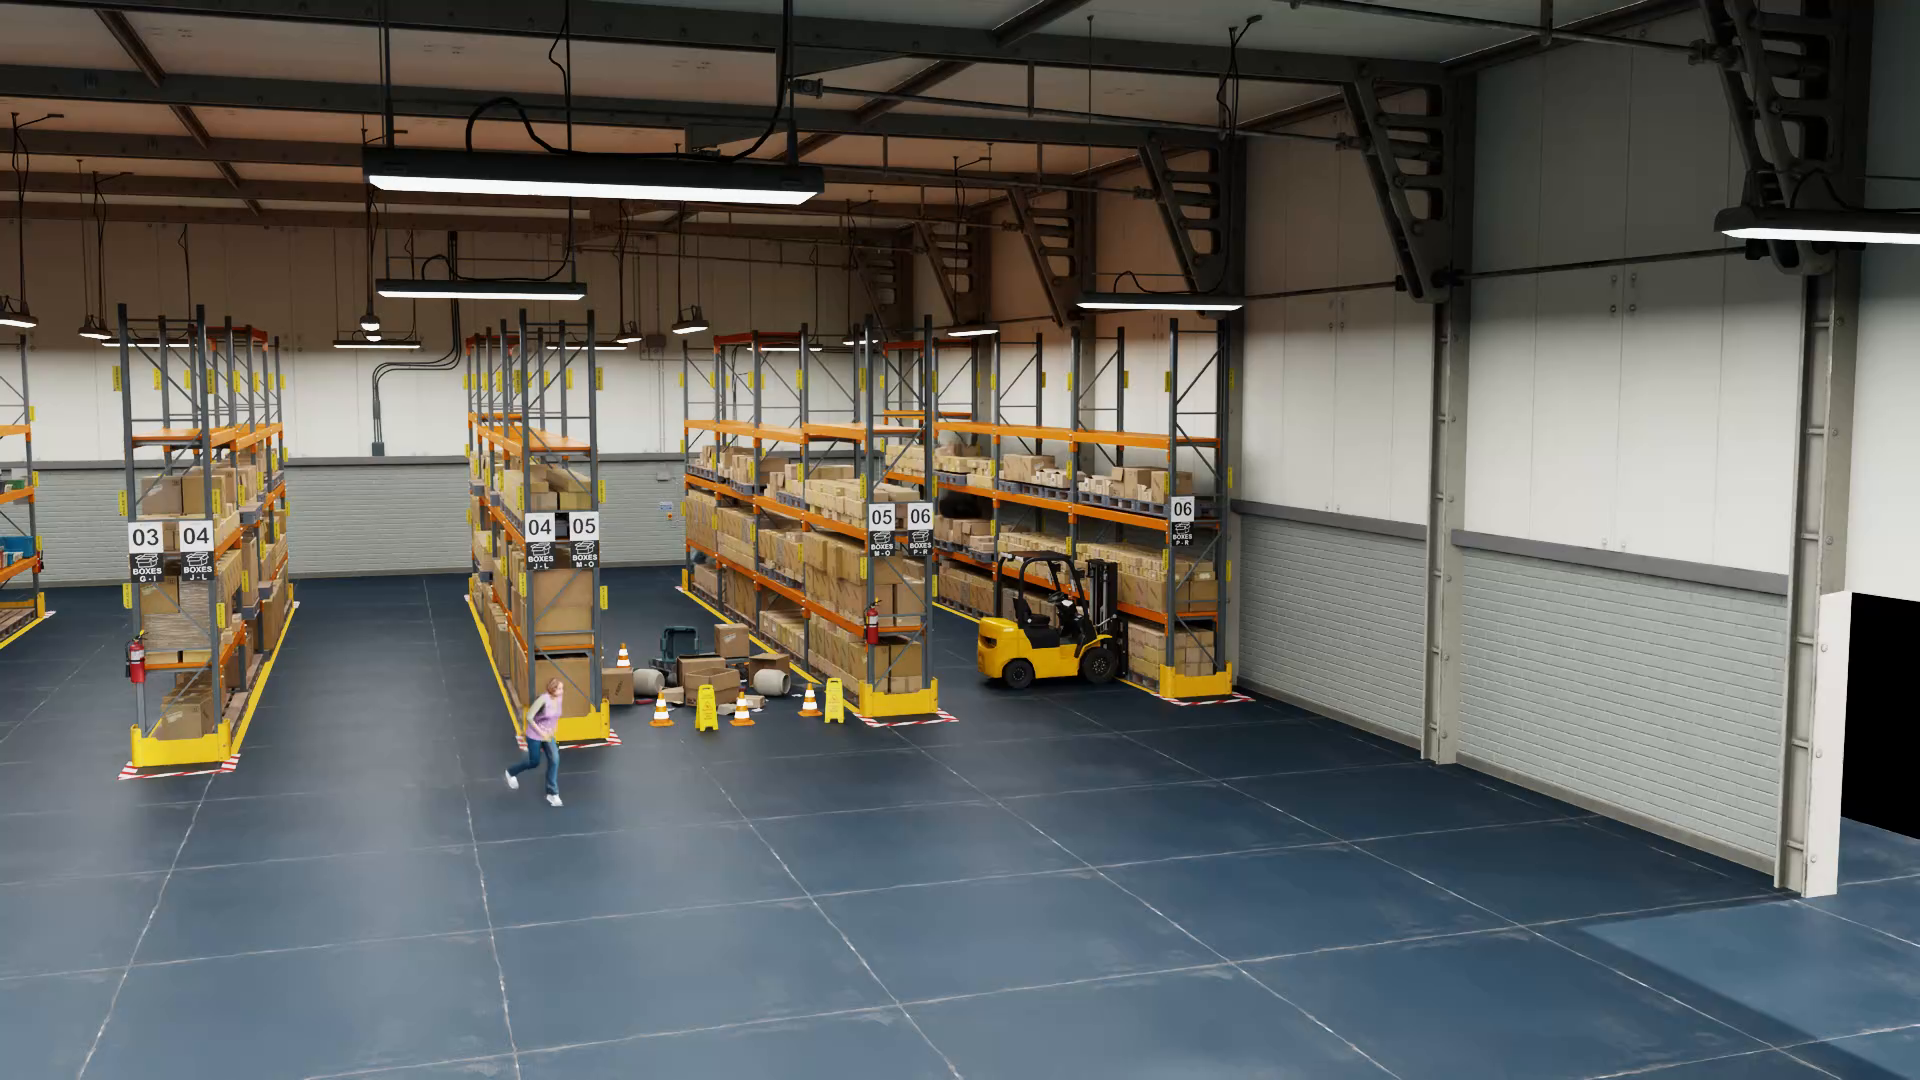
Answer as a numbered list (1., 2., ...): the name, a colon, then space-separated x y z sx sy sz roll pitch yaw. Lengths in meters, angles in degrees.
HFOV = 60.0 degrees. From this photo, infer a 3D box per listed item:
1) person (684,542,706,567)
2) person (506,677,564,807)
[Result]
1. person: -6.439 0.230 41.194 0.751 1.716 0.723 -2 6 -22
2. person: -5.078 2.379 19.877 0.903 1.549 0.562 2 6 25
